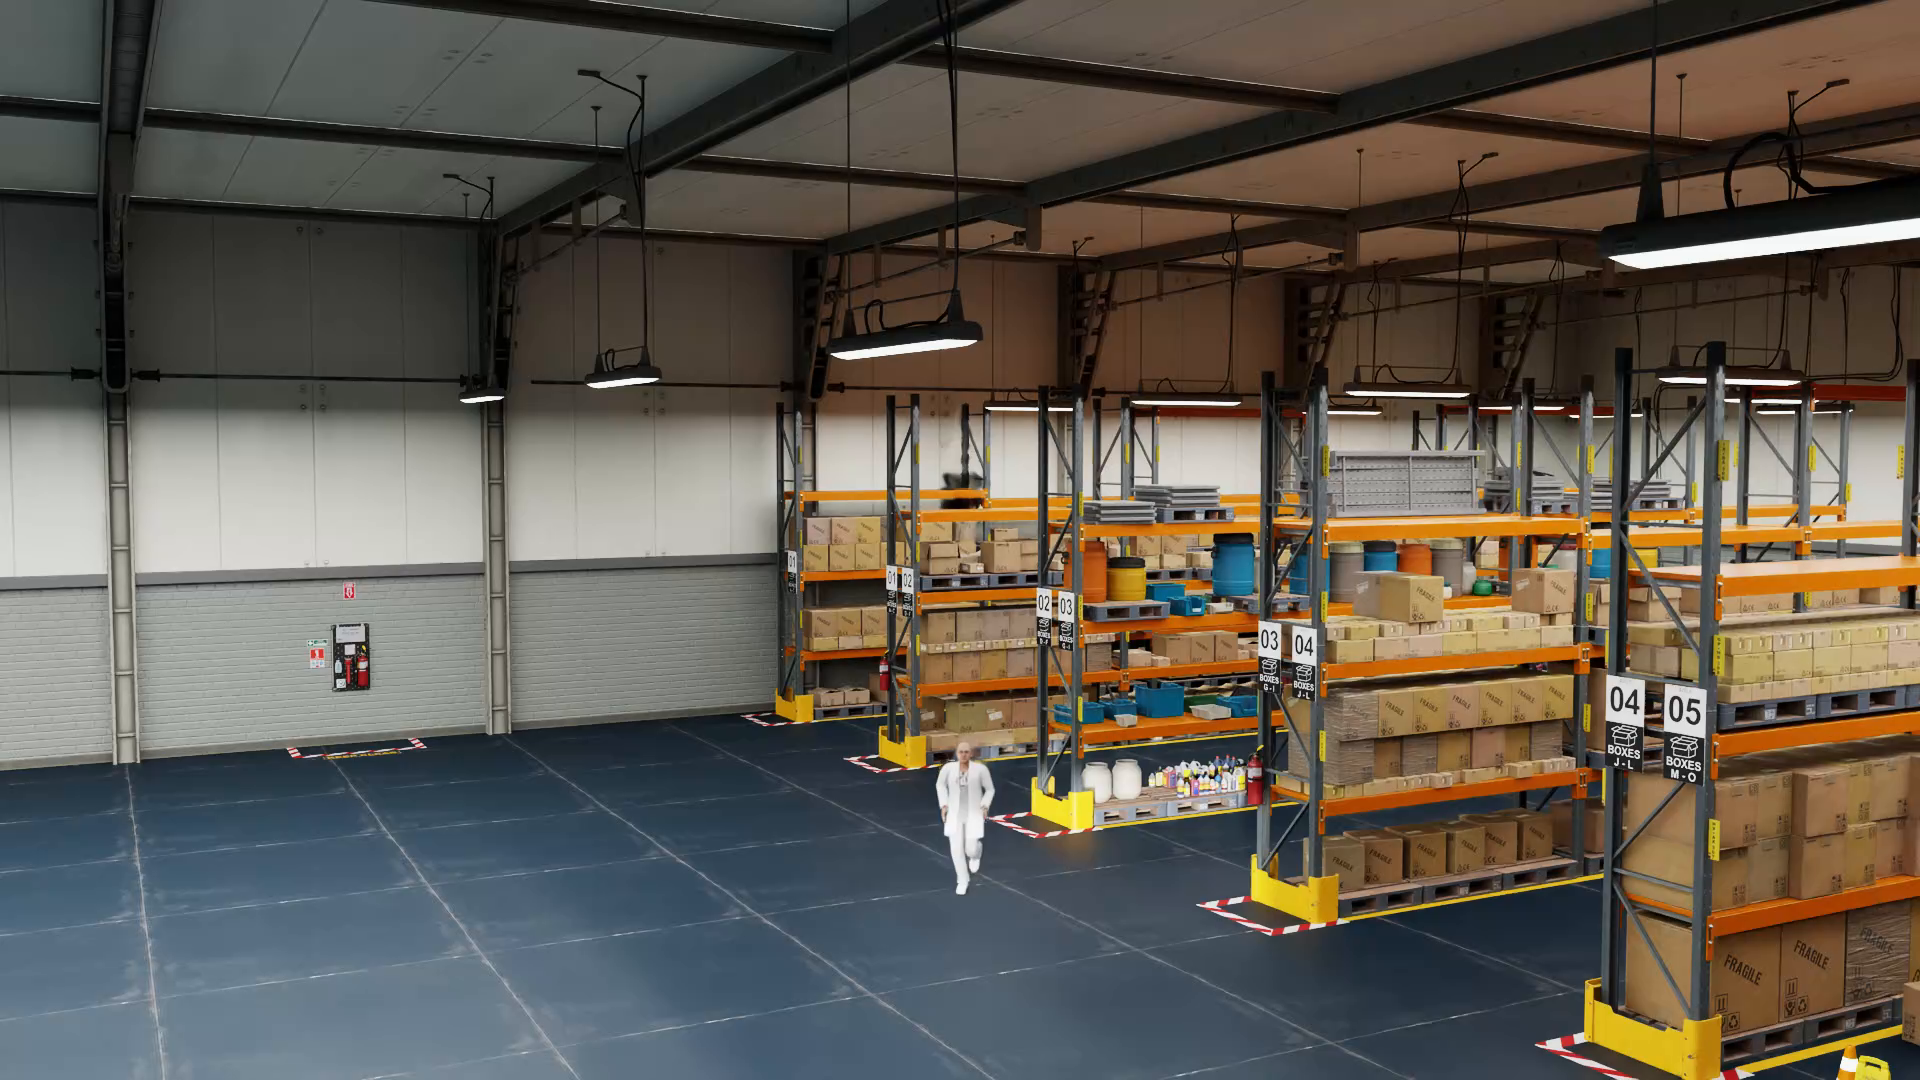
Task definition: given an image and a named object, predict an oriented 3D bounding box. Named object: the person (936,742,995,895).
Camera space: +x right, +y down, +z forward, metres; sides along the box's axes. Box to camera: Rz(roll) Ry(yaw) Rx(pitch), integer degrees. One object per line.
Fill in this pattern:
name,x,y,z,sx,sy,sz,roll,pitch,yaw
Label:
person,0.059,3.203,19.448,0.695,1.732,0.797,0,3,7
